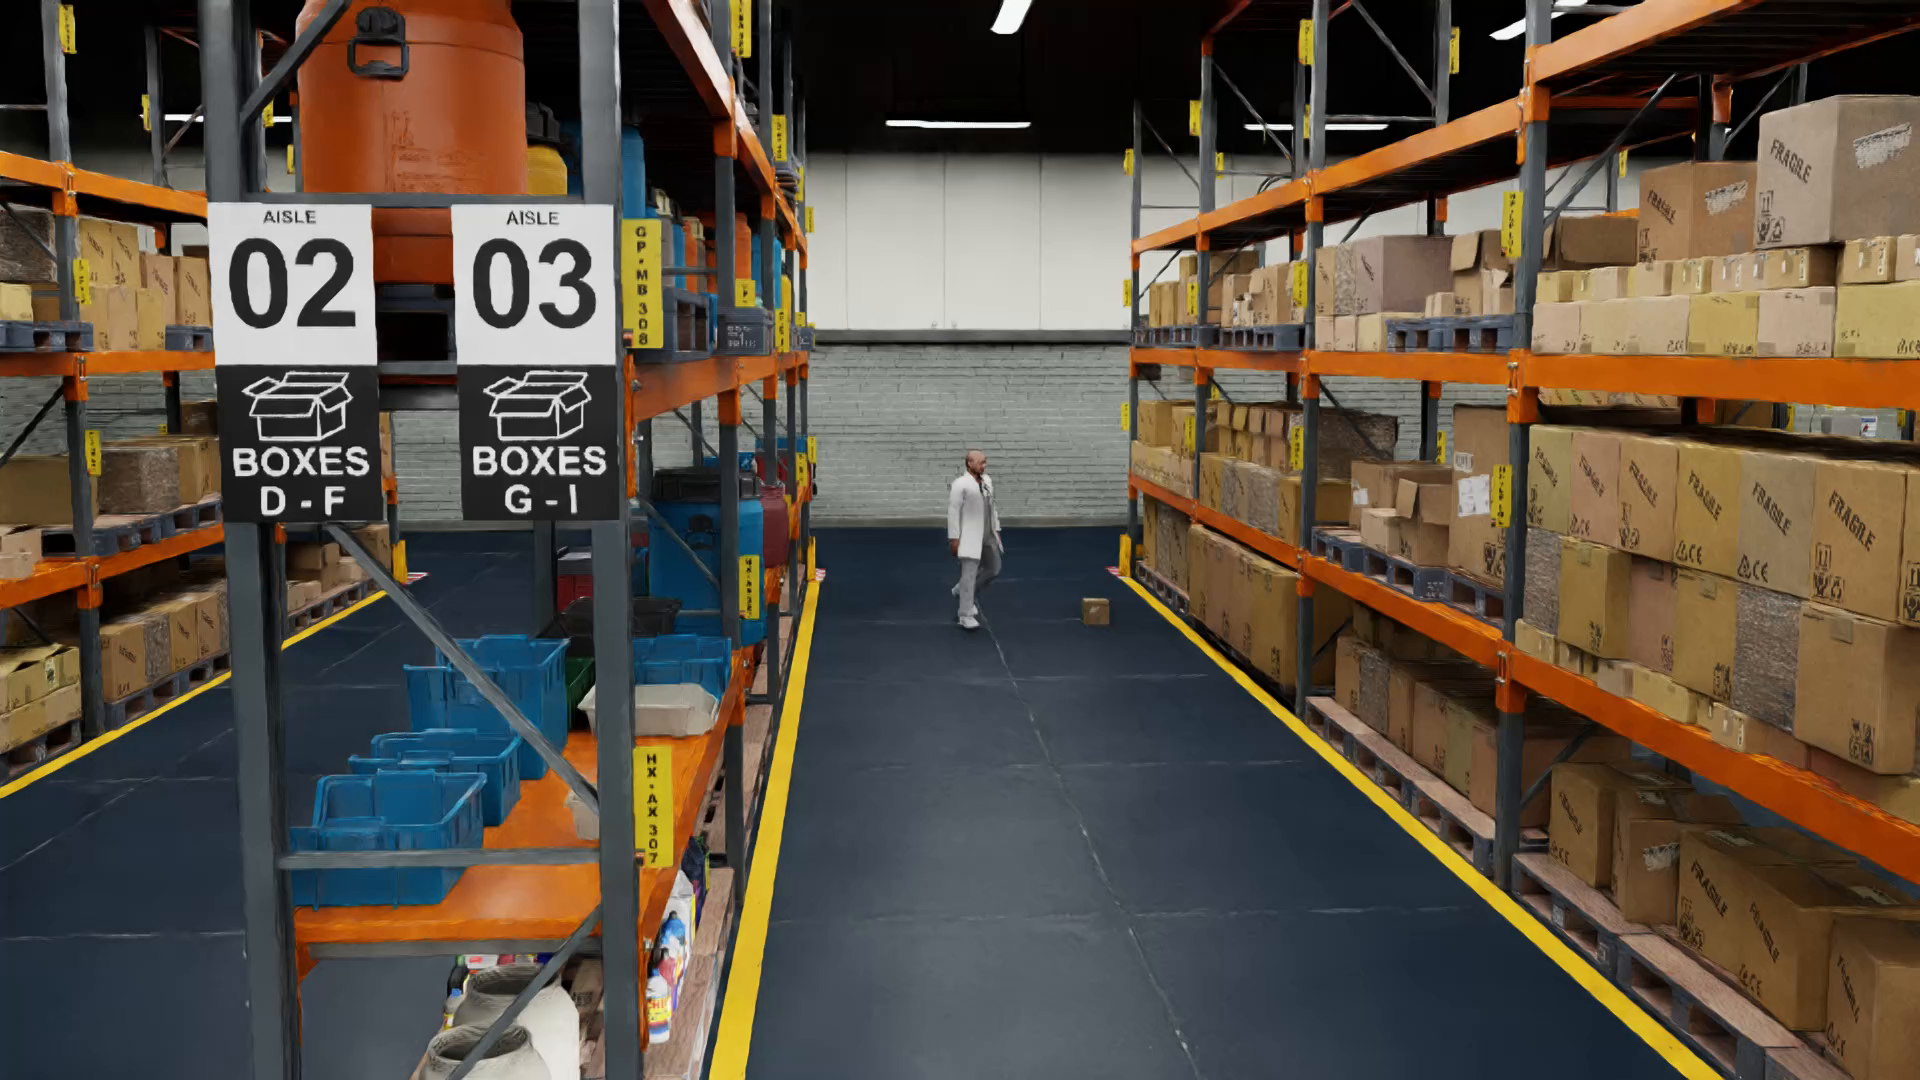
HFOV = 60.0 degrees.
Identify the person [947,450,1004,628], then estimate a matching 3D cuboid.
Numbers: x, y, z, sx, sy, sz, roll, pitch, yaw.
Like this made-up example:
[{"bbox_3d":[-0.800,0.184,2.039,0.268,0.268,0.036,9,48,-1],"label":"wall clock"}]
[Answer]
[{"bbox_3d":[0.105,-0.039,16.988,0.704,1.770,0.695,6,9,40],"label":"person"}]
